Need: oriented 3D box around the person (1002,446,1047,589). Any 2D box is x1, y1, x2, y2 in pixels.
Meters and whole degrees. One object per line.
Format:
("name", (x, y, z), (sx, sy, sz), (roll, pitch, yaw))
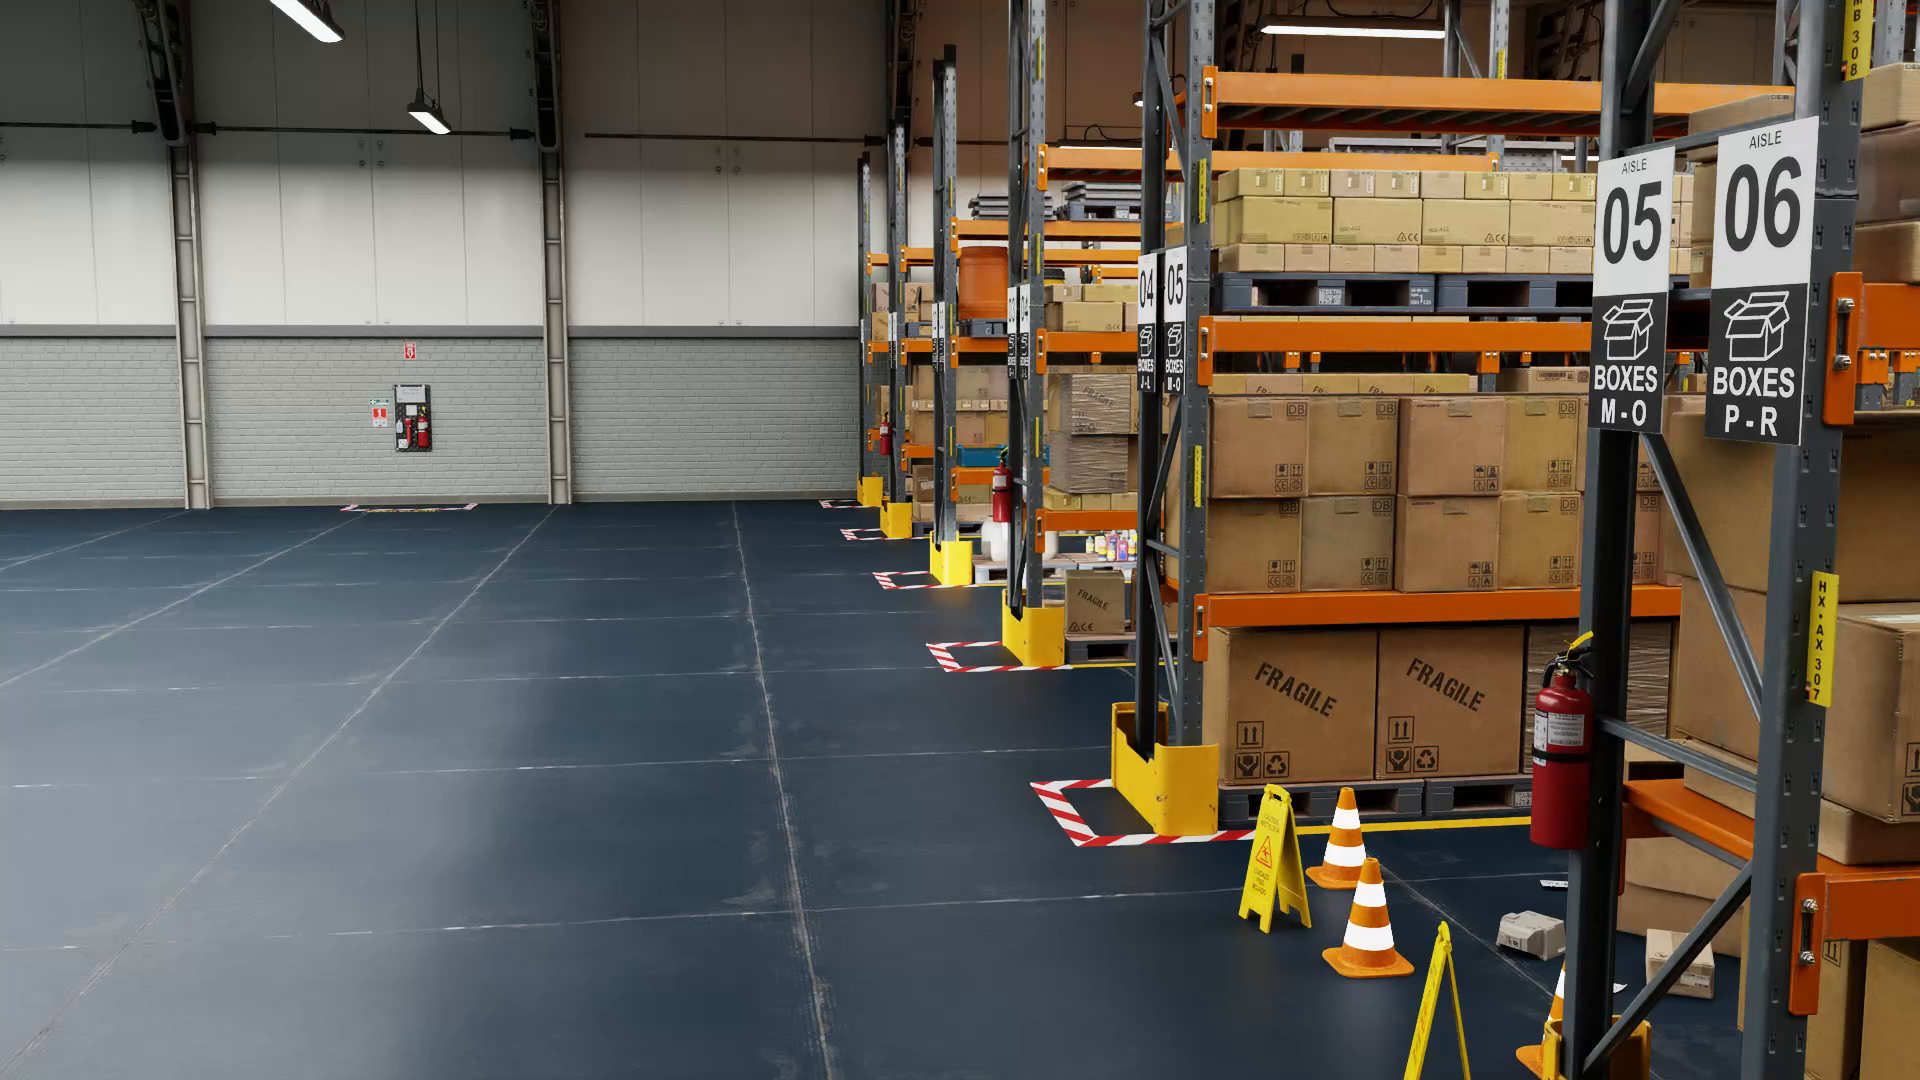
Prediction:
("person", (0.624, -0.034, 15.985), (0.437, 1.747, 0.604), (1, 7, 8))
